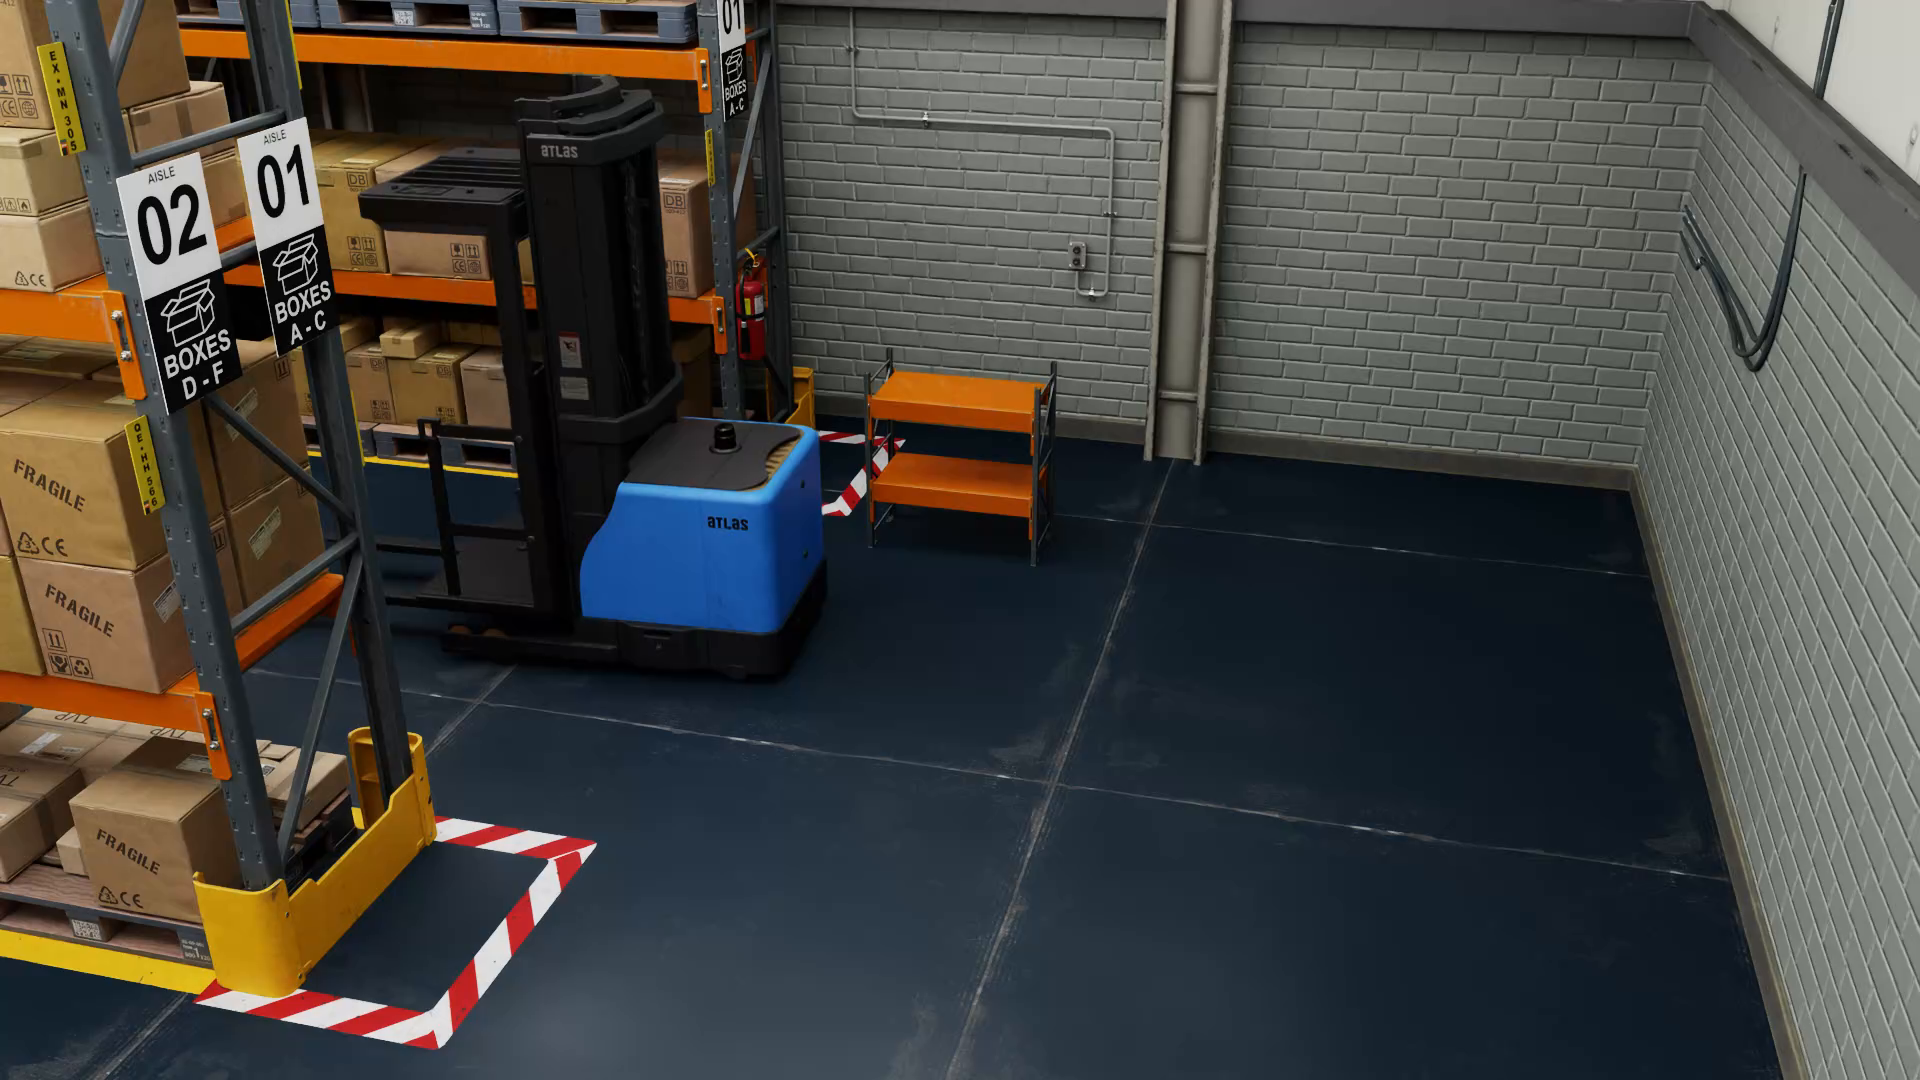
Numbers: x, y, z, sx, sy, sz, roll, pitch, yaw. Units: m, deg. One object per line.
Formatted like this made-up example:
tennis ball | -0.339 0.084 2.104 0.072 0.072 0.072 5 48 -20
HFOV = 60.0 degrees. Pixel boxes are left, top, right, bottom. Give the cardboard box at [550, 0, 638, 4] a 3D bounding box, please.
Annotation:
cardboard box | -2.116 -3.365 9.909 0.500 0.250 0.500 7 26 15

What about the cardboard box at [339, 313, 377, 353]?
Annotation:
cardboard box | -4.230 -1.423 11.413 0.250 0.149 0.380 7 26 15

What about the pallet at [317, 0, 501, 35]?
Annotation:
pallet | -3.247 -3.395 10.505 1.213 0.211 1.003 6 26 13

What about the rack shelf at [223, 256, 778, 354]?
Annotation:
rack shelf | -3.278 -1.765 11.305 4.000 0.370 1.077 6 26 13

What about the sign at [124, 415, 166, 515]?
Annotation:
sign | -2.728 -0.250 5.570 0.005 0.325 0.100 6 26 13

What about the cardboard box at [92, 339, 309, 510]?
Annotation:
cardboard box | -2.935 -0.467 6.462 0.500 0.500 0.500 7 26 15

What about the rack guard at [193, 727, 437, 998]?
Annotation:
rack guard | -2.644 1.307 6.922 0.348 0.500 1.175 6 26 13

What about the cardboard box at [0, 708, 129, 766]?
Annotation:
cardboard box | -3.995 0.946 7.460 0.500 0.250 0.500 6 26 13

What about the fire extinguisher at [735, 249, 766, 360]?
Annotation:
fire extinguisher | -1.309 -1.464 10.360 0.183 0.674 0.296 6 26 13

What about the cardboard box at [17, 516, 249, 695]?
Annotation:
cardboard box | -3.072 0.207 6.209 0.500 0.500 0.500 7 26 15

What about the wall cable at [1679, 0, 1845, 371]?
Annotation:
wall cable | 4.048 -2.428 8.494 0.112 2.526 3.097 6 26 13

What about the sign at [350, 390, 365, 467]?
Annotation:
sign | -2.436 -0.430 6.656 0.005 0.325 0.100 6 26 13

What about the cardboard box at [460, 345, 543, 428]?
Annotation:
cardboard box | -3.015 -1.077 11.443 0.500 0.500 0.700 5 26 11

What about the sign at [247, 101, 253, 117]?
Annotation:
sign | -5.078 -2.962 11.883 0.005 0.325 0.100 6 26 13

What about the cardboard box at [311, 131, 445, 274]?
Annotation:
cardboard box | -3.988 -2.294 11.230 0.700 0.700 0.980 6 26 12

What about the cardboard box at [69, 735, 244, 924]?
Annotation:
cardboard box | -3.159 1.161 6.718 0.500 0.500 0.500 6 26 13

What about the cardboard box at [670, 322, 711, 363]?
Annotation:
cardboard box | -1.873 -1.333 11.225 0.250 0.149 0.380 6 26 13

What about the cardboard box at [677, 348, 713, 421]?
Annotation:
cardboard box | -2.043 -0.970 11.218 0.500 0.500 0.700 6 26 13

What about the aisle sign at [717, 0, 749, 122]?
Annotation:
aisle sign | -1.346 -2.917 9.863 0.004 0.787 0.394 6 26 13

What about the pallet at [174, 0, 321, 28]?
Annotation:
pallet | -4.425 -3.526 10.781 1.213 0.211 1.003 6 26 13

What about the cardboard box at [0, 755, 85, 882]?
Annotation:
cardboard box | -4.071 1.160 7.011 0.500 0.250 0.500 6 26 13

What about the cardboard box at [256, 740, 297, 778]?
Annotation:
cardboard box | -3.133 1.053 7.333 0.250 0.166 0.380 6 26 13

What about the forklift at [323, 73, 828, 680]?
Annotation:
forklift | -2.320 -0.896 8.722 3.031 2.935 1.130 5 26 10

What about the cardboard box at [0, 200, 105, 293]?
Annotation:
cardboard box | -3.134 -1.045 5.640 0.500 0.250 0.500 6 26 13

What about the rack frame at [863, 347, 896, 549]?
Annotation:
rack frame | -0.486 -0.562 10.121 0.032 1.125 0.500 6 26 13

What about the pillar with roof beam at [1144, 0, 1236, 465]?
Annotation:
pillar with roof beam | 0.418 -2.863 5.796 0.400 9.000 9.100 6 26 13

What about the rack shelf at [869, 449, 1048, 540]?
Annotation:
rack shelf | 0.007 -0.286 10.112 1.000 0.278 0.538 6 26 13

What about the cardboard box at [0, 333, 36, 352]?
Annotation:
cardboard box | -3.926 -0.575 6.690 0.500 0.500 0.500 7 26 14

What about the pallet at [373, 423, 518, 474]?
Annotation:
pallet | -3.312 -0.801 11.688 1.213 0.211 1.003 6 26 13

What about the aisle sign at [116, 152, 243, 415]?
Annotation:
aisle sign | -2.581 -0.852 5.526 0.004 0.787 0.394 6 26 13

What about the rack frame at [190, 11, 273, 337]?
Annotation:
rack frame | -5.215 -2.304 11.600 0.127 3.000 1.000 6 26 13

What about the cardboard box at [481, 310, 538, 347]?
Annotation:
cardboard box | -3.101 -1.468 11.508 0.250 0.149 0.380 7 26 14

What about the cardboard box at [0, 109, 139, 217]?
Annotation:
cardboard box | -3.132 -1.274 5.541 0.500 0.250 0.500 6 26 13

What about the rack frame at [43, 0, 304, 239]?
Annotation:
rack frame | -2.571 -2.522 5.078 0.127 3.000 1.000 6 26 13

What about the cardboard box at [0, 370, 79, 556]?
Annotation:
cardboard box | -3.560 -0.297 6.104 0.500 0.500 0.500 7 26 14

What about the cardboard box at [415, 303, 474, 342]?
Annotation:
cardboard box | -3.596 -1.522 11.623 0.250 0.149 0.380 7 26 14

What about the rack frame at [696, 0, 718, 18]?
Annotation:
rack frame | -1.341 -4.585 9.411 0.127 3.000 1.000 6 26 13

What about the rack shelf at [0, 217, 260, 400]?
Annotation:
rack shelf | -4.508 -1.057 6.328 4.000 0.370 1.077 6 26 13

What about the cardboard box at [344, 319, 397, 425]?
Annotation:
cardboard box | -4.030 -1.187 11.673 0.500 0.500 0.700 6 26 12

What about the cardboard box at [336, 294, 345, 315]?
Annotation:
cardboard box | -4.607 -1.633 11.856 0.250 0.149 0.380 6 26 13

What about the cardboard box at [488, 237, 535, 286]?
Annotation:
cardboard box | -2.544 -2.135 10.896 0.700 0.700 0.980 6 26 13

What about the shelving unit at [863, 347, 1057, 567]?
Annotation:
shelving unit | 0.007 -0.507 10.007 1.048 1.125 0.538 6 26 13
